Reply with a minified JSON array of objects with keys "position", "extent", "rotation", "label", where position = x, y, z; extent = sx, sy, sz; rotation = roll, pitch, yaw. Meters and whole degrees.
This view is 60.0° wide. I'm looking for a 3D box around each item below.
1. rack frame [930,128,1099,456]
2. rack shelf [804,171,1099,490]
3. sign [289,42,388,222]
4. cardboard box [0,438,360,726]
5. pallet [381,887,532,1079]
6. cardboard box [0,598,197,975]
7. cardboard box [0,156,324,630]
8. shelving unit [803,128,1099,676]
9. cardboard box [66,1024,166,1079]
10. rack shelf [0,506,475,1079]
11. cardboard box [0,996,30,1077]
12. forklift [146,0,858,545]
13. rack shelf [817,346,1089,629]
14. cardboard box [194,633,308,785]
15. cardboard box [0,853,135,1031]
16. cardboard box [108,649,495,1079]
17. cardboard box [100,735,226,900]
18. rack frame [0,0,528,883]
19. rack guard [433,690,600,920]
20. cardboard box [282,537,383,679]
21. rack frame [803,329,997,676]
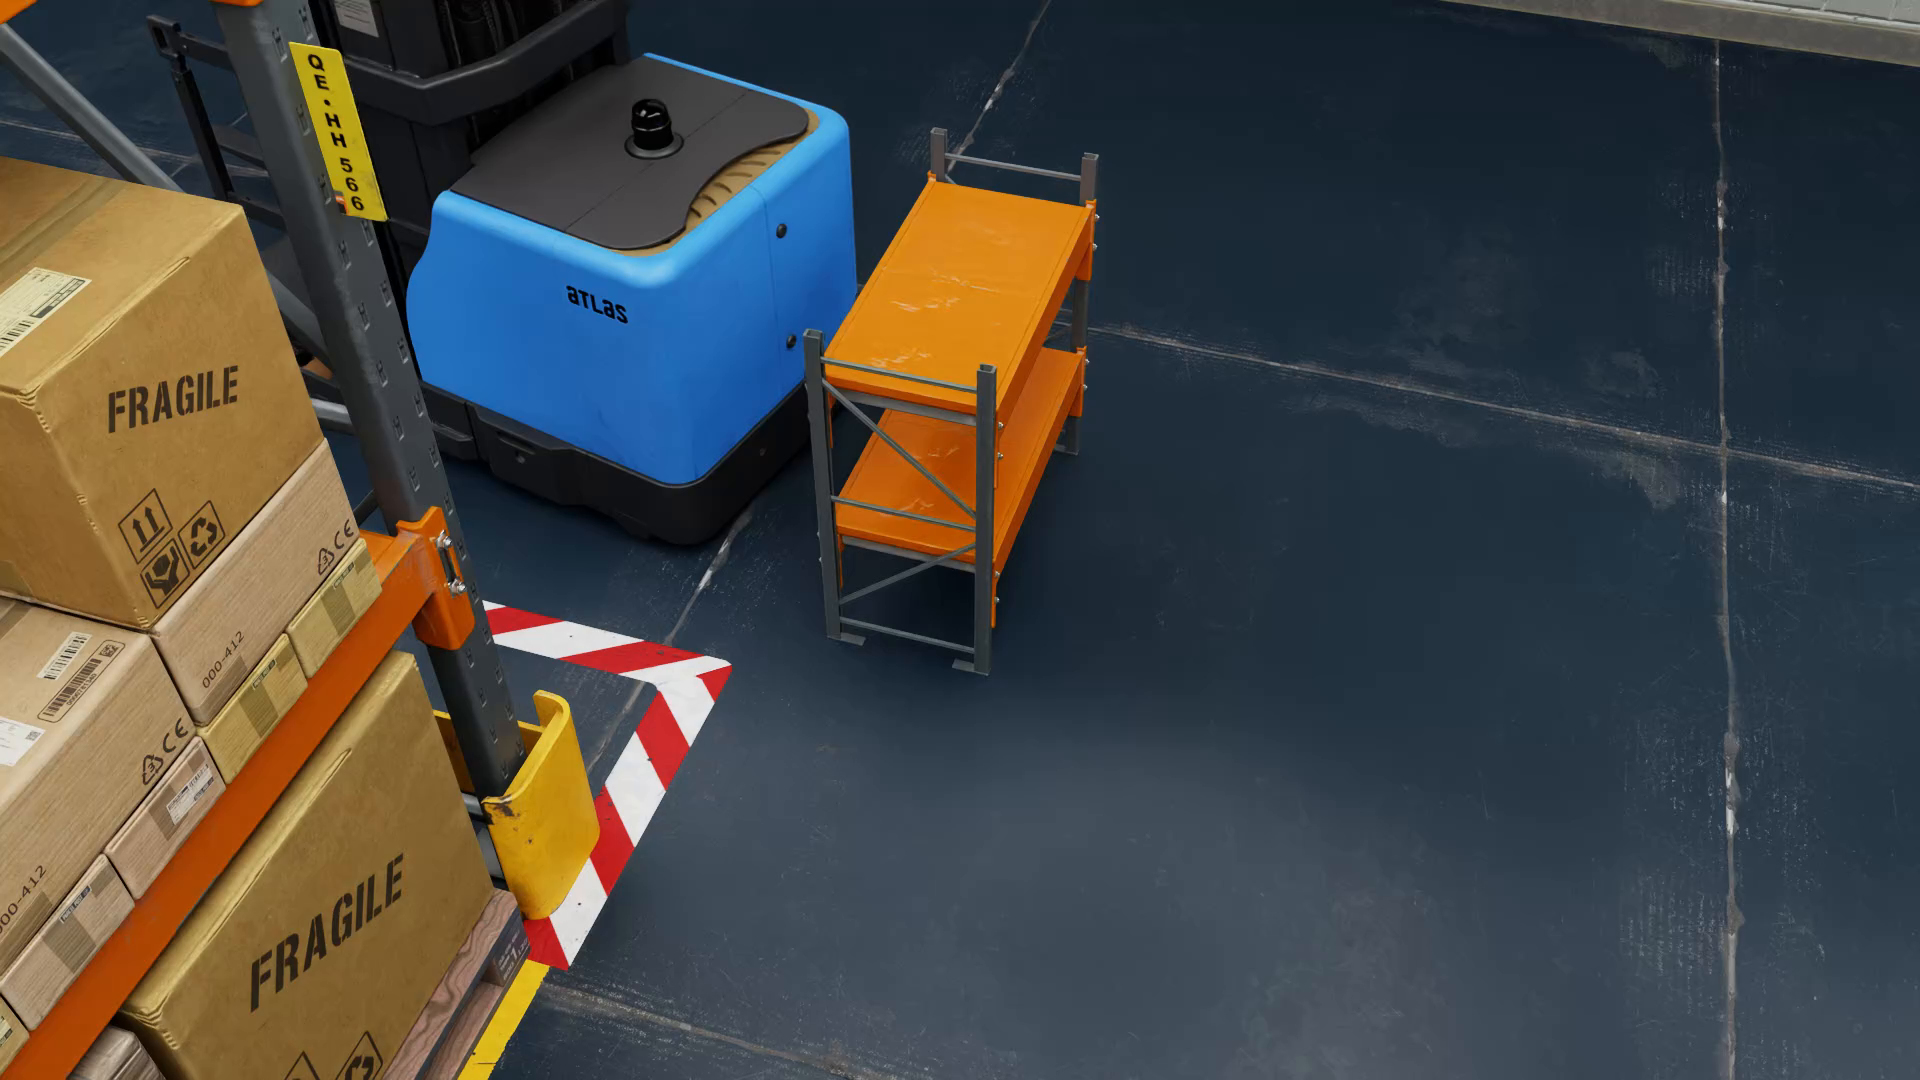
[{"position":[0.156,-0.745,5.207],"extent":[0.500,1.125,0.032],"rotation":[13,46,13],"label":"rack frame"},{"position":[0.002,-0.616,4.656],"extent":[0.538,0.278,1.000],"rotation":[13,46,13],"label":"rack shelf"},{"position":[-1.049,-0.683,2.806],"extent":[0.100,0.325,0.005],"rotation":[13,46,13],"label":"sign"},{"position":[-1.456,0.018,2.982],"extent":[0.500,0.250,0.500],"rotation":[12,46,12],"label":"cardboard box"},{"position":[-1.730,1.237,3.835],"extent":[1.003,0.211,1.213],"rotation":[13,46,13],"label":"pallet"},{"position":[-1.610,0.356,2.637],"extent":[0.500,0.250,0.500],"rotation":[12,46,12],"label":"cardboard box"},{"position":[-1.459,-0.249,2.718],"extent":[0.500,0.500,0.500],"rotation":[13,46,13],"label":"cardboard box"},{"position":[0.002,-0.407,4.861],"extent":[0.538,1.125,1.048],"rotation":[13,46,13],"label":"shelving unit"},{"position":[-1.955,1.350,2.944],"extent":[0.875,0.875,0.875],"rotation":[13,46,13],"label":"cardboard box"},{"position":[-2.168,1.281,2.310],"extent":[1.077,0.370,4.000],"rotation":[13,46,13],"label":"rack shelf"},{"position":[-1.664,0.769,2.499],"extent":[0.380,0.149,0.250],"rotation":[12,46,12],"label":"cardboard box"},{"position":[-1.855,-1.804,4.998],"extent":[3.031,2.935,1.130],"rotation":[22,49,21],"label":"forklift"},{"position":[0.002,-0.232,5.032],"extent":[0.538,0.278,1.000],"rotation":[13,46,13],"label":"rack shelf"},{"position":[-1.433,0.262,3.018],"extent":[0.380,0.149,0.250],"rotation":[13,46,13],"label":"cardboard box"},{"position":[-1.587,0.596,2.676],"extent":[0.380,0.149,0.250],"rotation":[13,46,13],"label":"cardboard box"},{"position":[-1.680,0.744,3.564],"extent":[0.875,0.875,0.875],"rotation":[13,46,13],"label":"cardboard box"},{"position":[-1.511,0.429,2.846],"extent":[0.380,0.149,0.250],"rotation":[13,46,13],"label":"cardboard box"},{"position":[-1.562,-0.309,3.421],"extent":[1.000,3.000,0.127],"rotation":[13,46,13],"label":"rack frame"},{"position":[-1.555,0.568,4.312],"extent":[1.175,0.500,0.348],"rotation":[13,46,13],"label":"rack guard"},{"position":[-1.356,0.088,3.195],"extent":[0.380,0.149,0.250],"rotation":[13,46,13],"label":"cardboard box"},{"position":[-0.152,-0.068,4.515],"extent":[0.500,1.125,0.032],"rotation":[13,46,13],"label":"rack frame"}]
